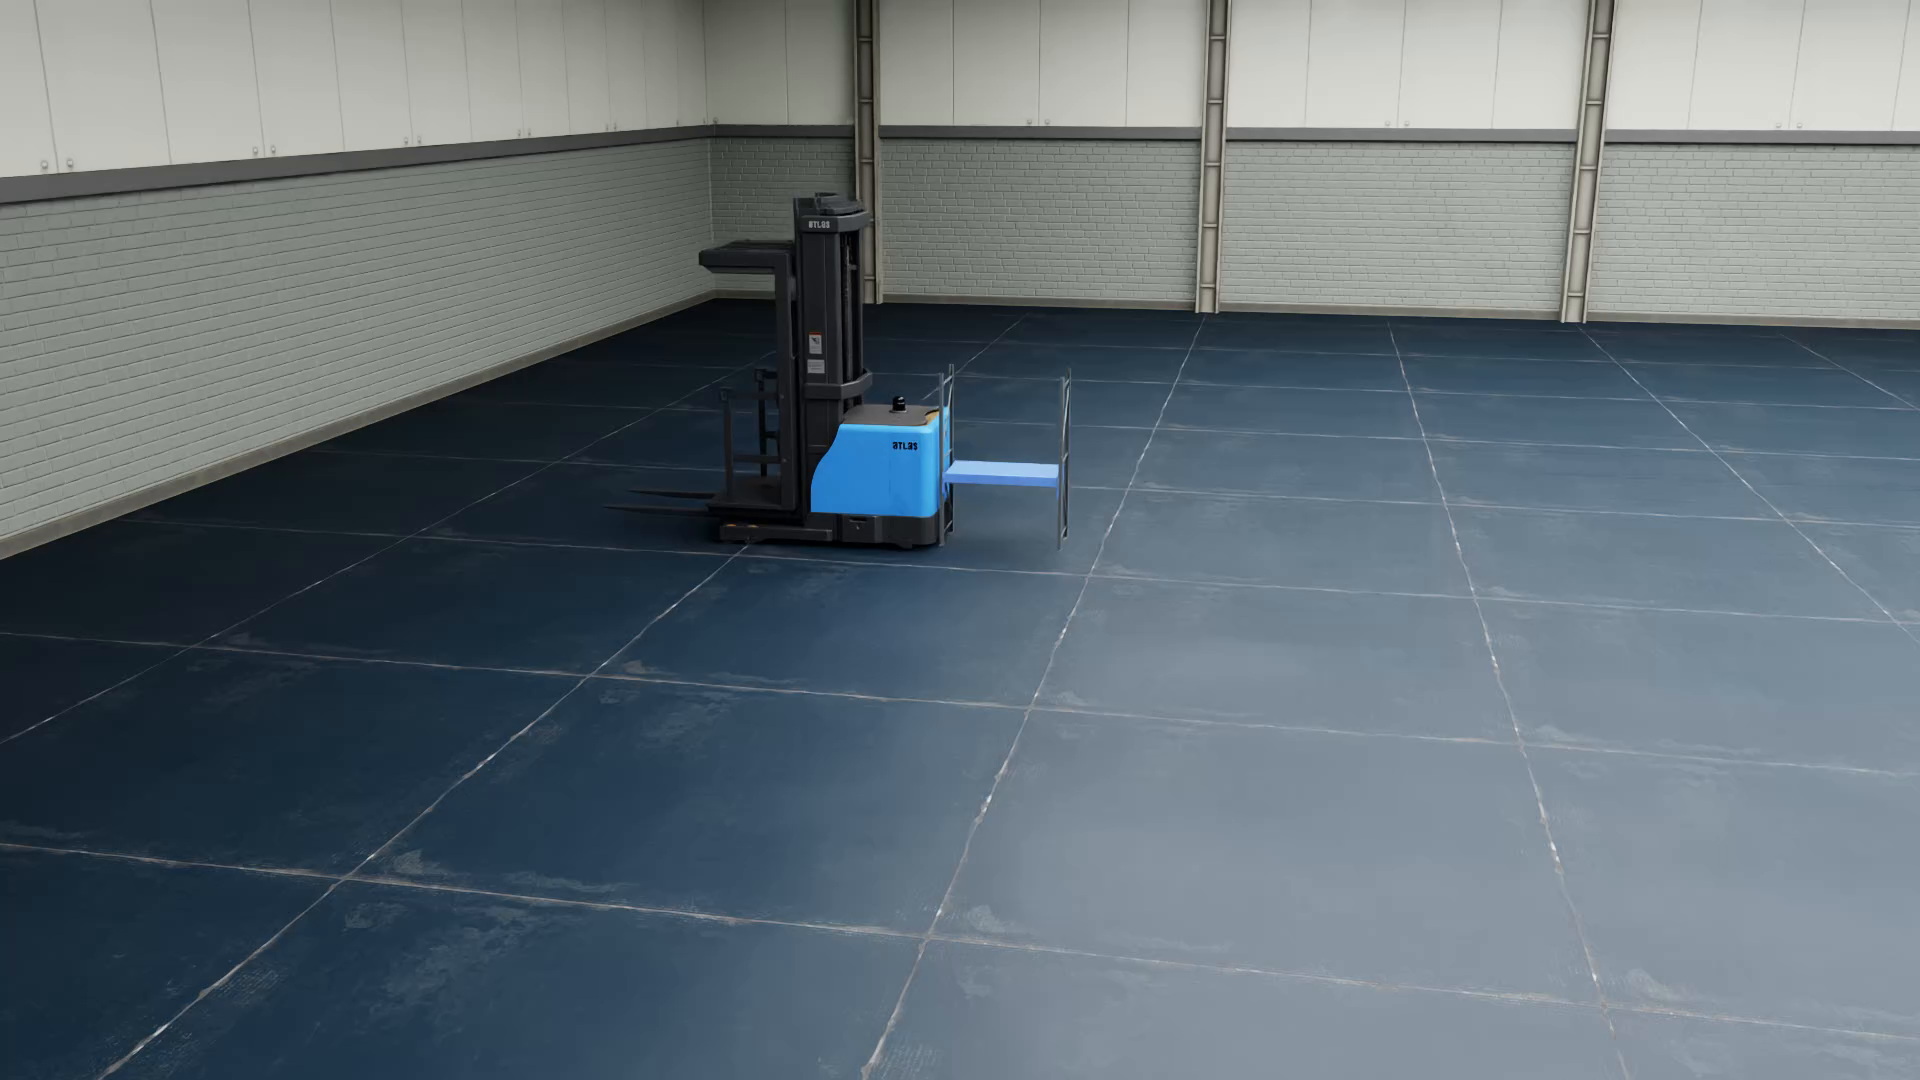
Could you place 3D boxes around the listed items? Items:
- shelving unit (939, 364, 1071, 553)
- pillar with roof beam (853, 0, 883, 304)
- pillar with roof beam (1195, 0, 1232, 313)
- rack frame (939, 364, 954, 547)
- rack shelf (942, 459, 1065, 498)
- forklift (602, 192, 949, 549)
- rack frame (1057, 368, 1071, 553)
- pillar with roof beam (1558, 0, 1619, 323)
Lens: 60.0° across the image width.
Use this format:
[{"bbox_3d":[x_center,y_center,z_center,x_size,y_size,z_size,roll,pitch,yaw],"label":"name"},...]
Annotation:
[{"bbox_3d":[0.384,-0.705,14.226,1.048,1.500,0.538,3,16,10],"label":"shelving unit"},{"bbox_3d":[-2.468,-7.472,24.611,0.400,9.000,9.100,3,16,11],"label":"pillar with roof beam"},{"bbox_3d":[3.412,-7.153,23.459,0.400,9.000,9.100,3,16,11],"label":"pillar with roof beam"},{"bbox_3d":[-0.116,-0.729,14.315,0.032,1.500,0.500,3,16,10],"label":"rack frame"},{"bbox_3d":[0.384,-0.531,14.274,1.000,0.185,0.538,3,16,10],"label":"rack shelf"},{"bbox_3d":[-1.625,-1.509,14.449,3.031,2.935,1.130,3,16,10],"label":"forklift"},{"bbox_3d":[0.884,-0.680,14.137,0.032,1.500,0.500,3,16,10],"label":"rack frame"},{"bbox_3d":[9.292,-6.834,22.307,0.400,9.000,9.100,3,16,11],"label":"pillar with roof beam"}]
